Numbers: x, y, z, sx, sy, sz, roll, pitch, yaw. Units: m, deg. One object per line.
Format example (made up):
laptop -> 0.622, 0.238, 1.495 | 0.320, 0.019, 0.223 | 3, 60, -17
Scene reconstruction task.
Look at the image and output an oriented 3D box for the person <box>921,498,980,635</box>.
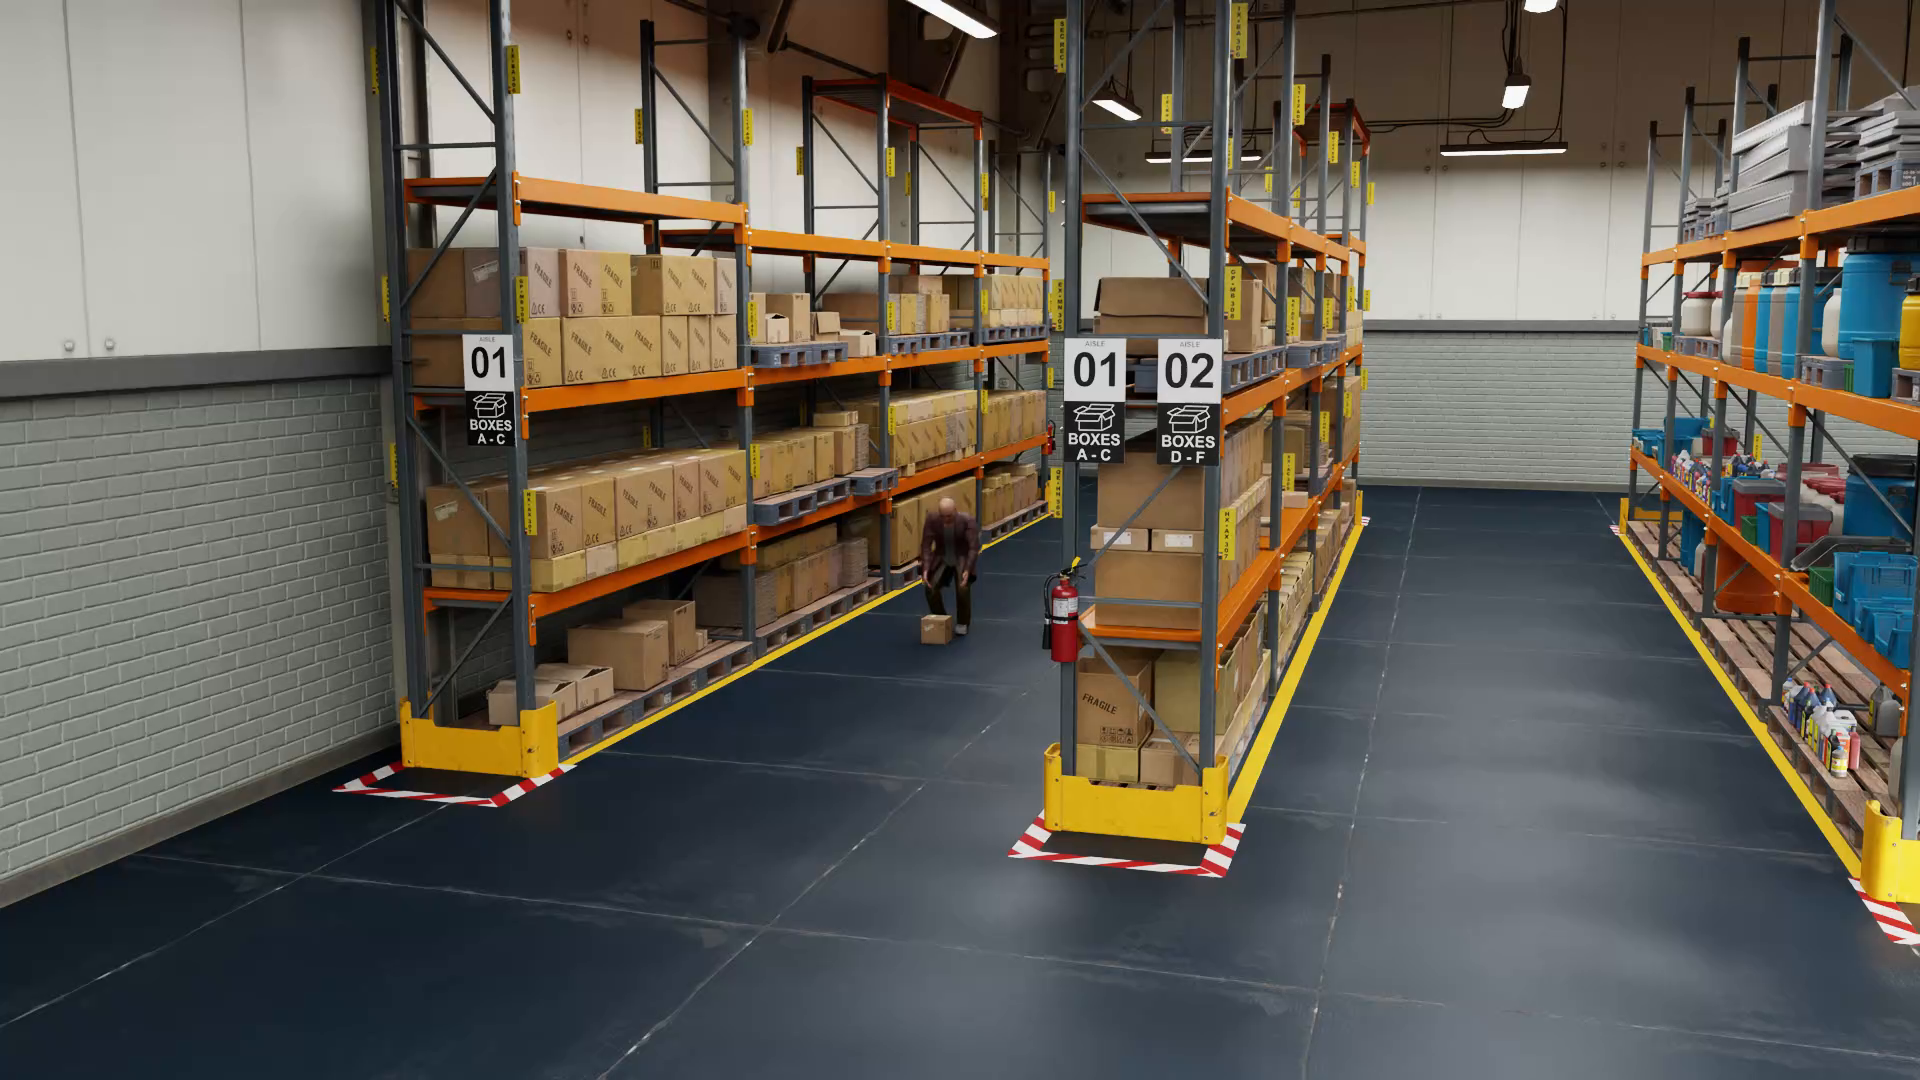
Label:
person -> -0.078, 0.258, 17.266 | 0.630, 1.446, 0.701 | 2, 9, 16
